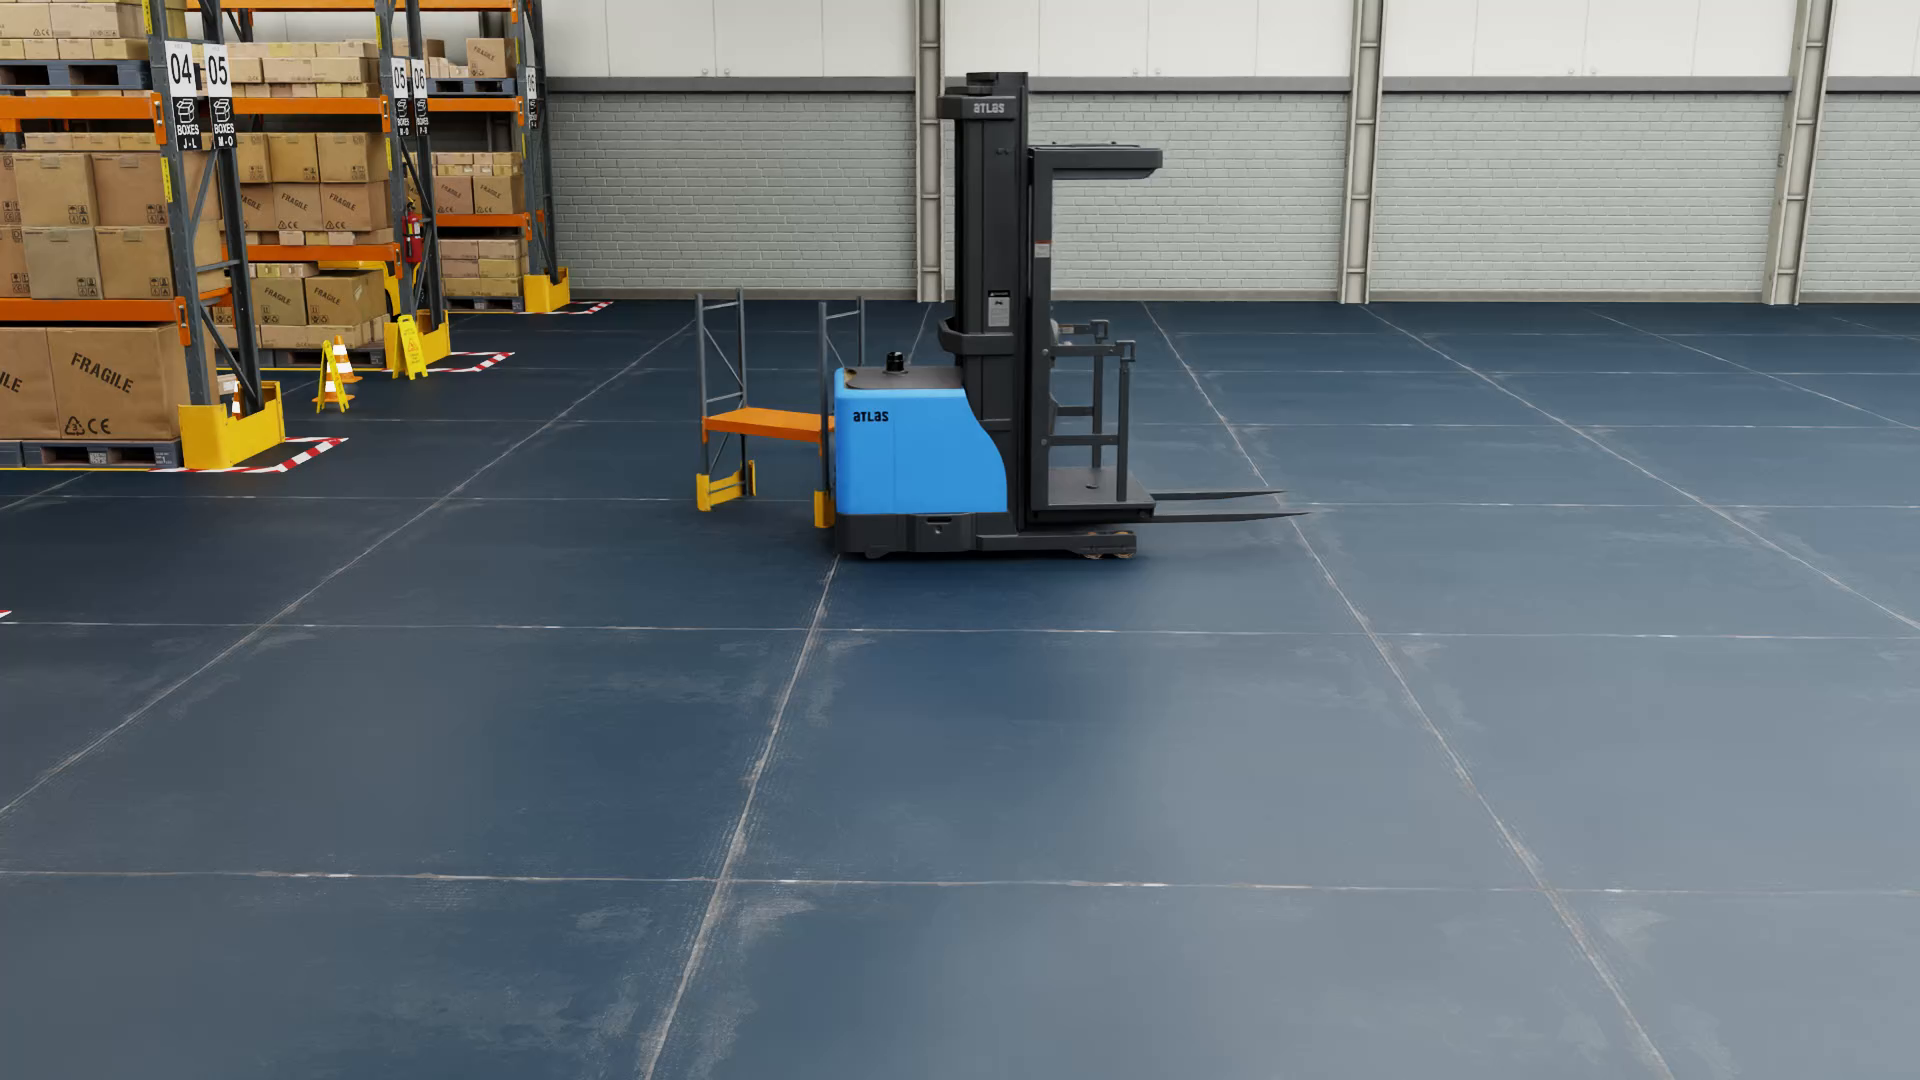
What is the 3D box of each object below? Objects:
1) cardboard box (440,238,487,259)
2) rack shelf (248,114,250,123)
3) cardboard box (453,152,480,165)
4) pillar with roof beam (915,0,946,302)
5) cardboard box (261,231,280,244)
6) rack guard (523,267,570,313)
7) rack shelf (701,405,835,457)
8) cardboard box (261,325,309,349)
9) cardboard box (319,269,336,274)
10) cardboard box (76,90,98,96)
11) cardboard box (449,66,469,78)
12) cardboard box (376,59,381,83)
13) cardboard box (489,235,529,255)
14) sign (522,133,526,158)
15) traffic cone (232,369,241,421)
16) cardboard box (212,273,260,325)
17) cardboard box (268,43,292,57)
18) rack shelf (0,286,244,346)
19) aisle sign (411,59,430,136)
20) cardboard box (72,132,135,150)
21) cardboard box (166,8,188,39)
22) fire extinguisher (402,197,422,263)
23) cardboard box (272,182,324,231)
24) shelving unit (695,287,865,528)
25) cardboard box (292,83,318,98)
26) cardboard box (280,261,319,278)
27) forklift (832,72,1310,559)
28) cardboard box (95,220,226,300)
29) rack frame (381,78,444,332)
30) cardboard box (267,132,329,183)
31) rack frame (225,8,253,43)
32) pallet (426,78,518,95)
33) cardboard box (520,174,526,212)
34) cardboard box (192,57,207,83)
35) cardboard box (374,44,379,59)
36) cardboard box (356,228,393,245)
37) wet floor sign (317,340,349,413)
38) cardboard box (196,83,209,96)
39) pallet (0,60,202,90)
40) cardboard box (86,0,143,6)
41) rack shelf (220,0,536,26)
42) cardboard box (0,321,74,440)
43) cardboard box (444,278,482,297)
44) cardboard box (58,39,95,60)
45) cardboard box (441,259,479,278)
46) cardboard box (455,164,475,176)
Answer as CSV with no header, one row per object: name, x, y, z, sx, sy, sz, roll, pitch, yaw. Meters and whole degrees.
cardboard box,-6.716,-3.959,22.572,0.500,0.250,0.500,1,15,2
rack shelf,-11.735,-5.818,22.543,4.000,0.370,1.077,0,15,1
cardboard box,-6.610,-5.119,22.314,0.250,0.149,0.380,1,15,3
pillar with roof beam,-0.522,-6.675,18.499,0.400,9.000,9.100,0,15,1
cardboard box,-7.262,-3.249,17.768,0.250,0.149,0.380,1,15,2
rack guard,-5.713,-3.468,23.004,0.348,0.500,1.175,0,15,1
rack shelf,-1.223,-0.759,11.482,1.000,0.185,0.538,8,17,29
cardboard box,-7.192,-2.226,17.965,0.500,0.250,0.500,0,15,2
cardboard box,-7.206,-2.725,18.385,0.500,0.500,0.500,0,15,-1
cardboard box,-9.042,-4.712,17.431,0.250,0.149,0.380,0,15,1
cardboard box,-6.573,-6.185,21.996,0.250,0.149,0.380,0,15,0
cardboard box,-6.356,-5.004,17.756,0.500,0.250,0.500,0,15,0
cardboard box,-6.212,-4.085,23.050,0.500,0.250,0.500,0,15,1
sign,-5.765,-5.213,21.984,0.005,0.325,0.100,0,15,1
traffic cone,-6.380,-1.287,14.810,0.334,0.463,0.336,0,15,1
cardboard box,-7.693,-2.593,17.886,0.500,0.500,0.500,0,15,0
cardboard box,-6.970,-5.075,17.247,0.250,0.149,0.380,0,15,2
rack shelf,-7.885,-1.813,13.242,4.000,0.370,1.077,0,15,1
aisle sign,-5.790,-4.746,17.854,0.004,0.787,0.394,0,15,1
cardboard box,-8.914,-4.045,17.554,0.500,0.500,0.700,0,15,2
cardboard box,-6.361,-3.989,12.893,0.500,0.250,0.500,0,15,1
fire extinguisher,-5.757,-3.255,17.449,0.183,0.674,0.296,0,15,1
cardboard box,-6.910,-3.541,17.601,0.500,0.500,0.500,0,15,2
shelving unit,-1.231,-0.934,11.440,1.083,1.500,0.587,8,17,29
cardboard box,-6.738,-4.674,17.290,0.250,0.149,0.380,1,15,3
cardboard box,-7.036,-2.885,17.718,0.250,0.149,0.380,1,15,3
forklift,0.701,-1.431,10.519,3.031,2.935,1.130,-1,15,-4
cardboard box,-6.257,-2.211,13.047,0.550,0.550,0.875,0,15,1
rack frame,-5.860,-3.411,17.888,0.127,3.000,1.000,0,15,1
cardboard box,-6.882,-4.039,17.531,0.500,0.500,0.700,1,15,2
rack frame,-9.735,-7.603,22.019,0.127,3.000,1.000,0,15,1
pallet,-6.443,-6.095,22.357,1.213,0.211,1.003,0,15,1
cardboard box,-6.225,-4.799,22.954,0.500,0.500,0.500,1,15,3
cardboard box,-7.905,-4.876,17.270,0.500,0.250,0.500,1,15,2
cardboard box,-6.210,-5.180,17.641,0.250,0.149,0.380,0,15,1
cardboard box,-6.239,-3.237,17.722,0.250,0.149,0.380,1,15,3
wet floor sign,-5.806,-1.514,15.314,0.232,0.644,0.267,-2,15,-8
cardboard box,-7.760,-4.669,17.270,0.250,0.149,0.380,0,15,1
pallet,-6.627,-3.557,12.737,1.213,0.211,1.003,0,15,1
cardboard box,-6.231,-4.029,12.262,0.250,0.149,0.380,1,15,2
rack shelf,-7.736,-7.049,22.113,4.000,0.370,1.077,0,15,1
cardboard box,-7.444,-1.316,13.291,0.875,0.875,0.875,0,15,1
cardboard box,-6.711,-3.478,22.711,0.500,0.250,0.500,0,15,1
cardboard box,-6.478,-3.646,12.371,0.250,0.149,0.380,0,15,2
cardboard box,-6.732,-3.721,22.652,0.500,0.250,0.500,0,15,1
cardboard box,-6.605,-4.981,22.371,0.250,0.149,0.380,1,15,2
